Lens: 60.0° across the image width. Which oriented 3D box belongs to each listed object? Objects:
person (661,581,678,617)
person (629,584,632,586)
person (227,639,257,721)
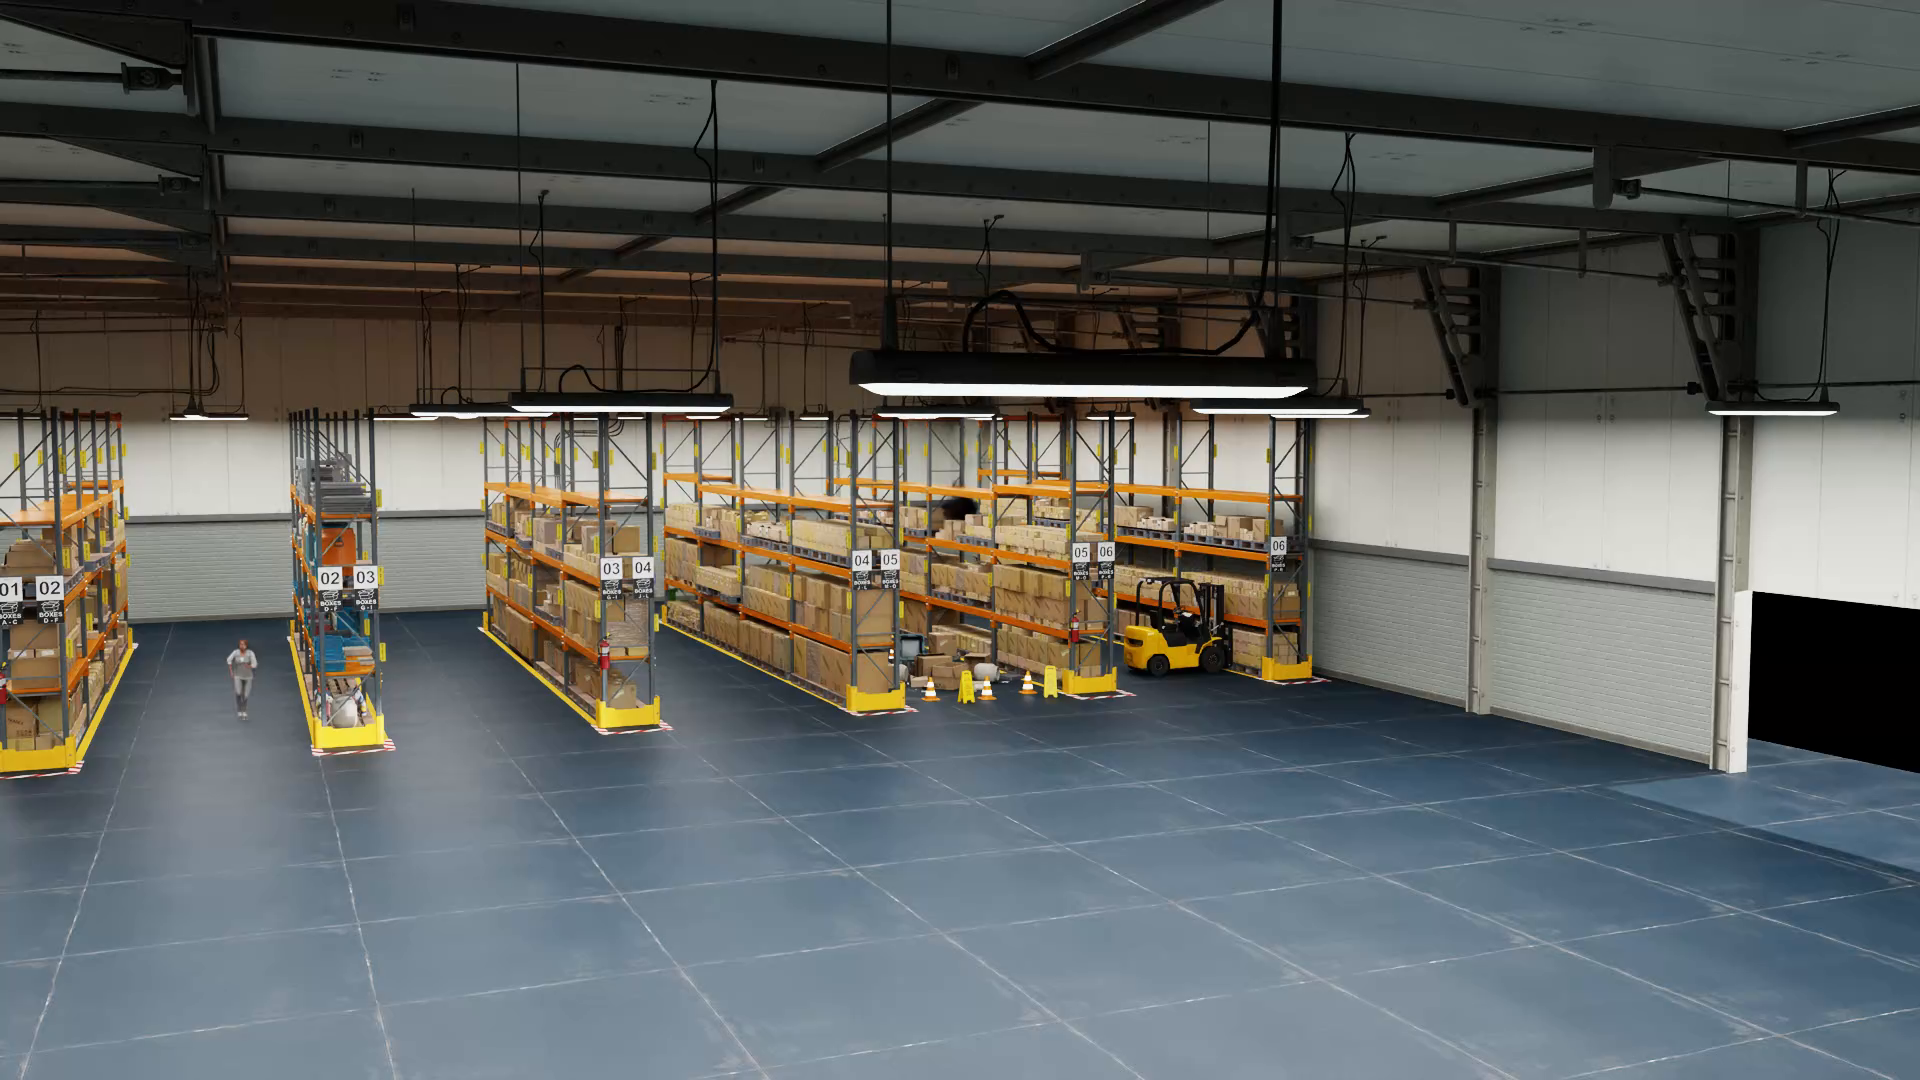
[{"bbox_3d":[-8.459,1.413,49.047,0.790,1.776,0.702,0,4,-6],"label":"person"},{"bbox_3d":[-9.755,1.581,47.684,0.613,1.668,0.727,2,4,26],"label":"person"},{"bbox_3d":[-13.825,2.686,32.055,0.520,1.583,0.710,-2,4,-25],"label":"person"}]
